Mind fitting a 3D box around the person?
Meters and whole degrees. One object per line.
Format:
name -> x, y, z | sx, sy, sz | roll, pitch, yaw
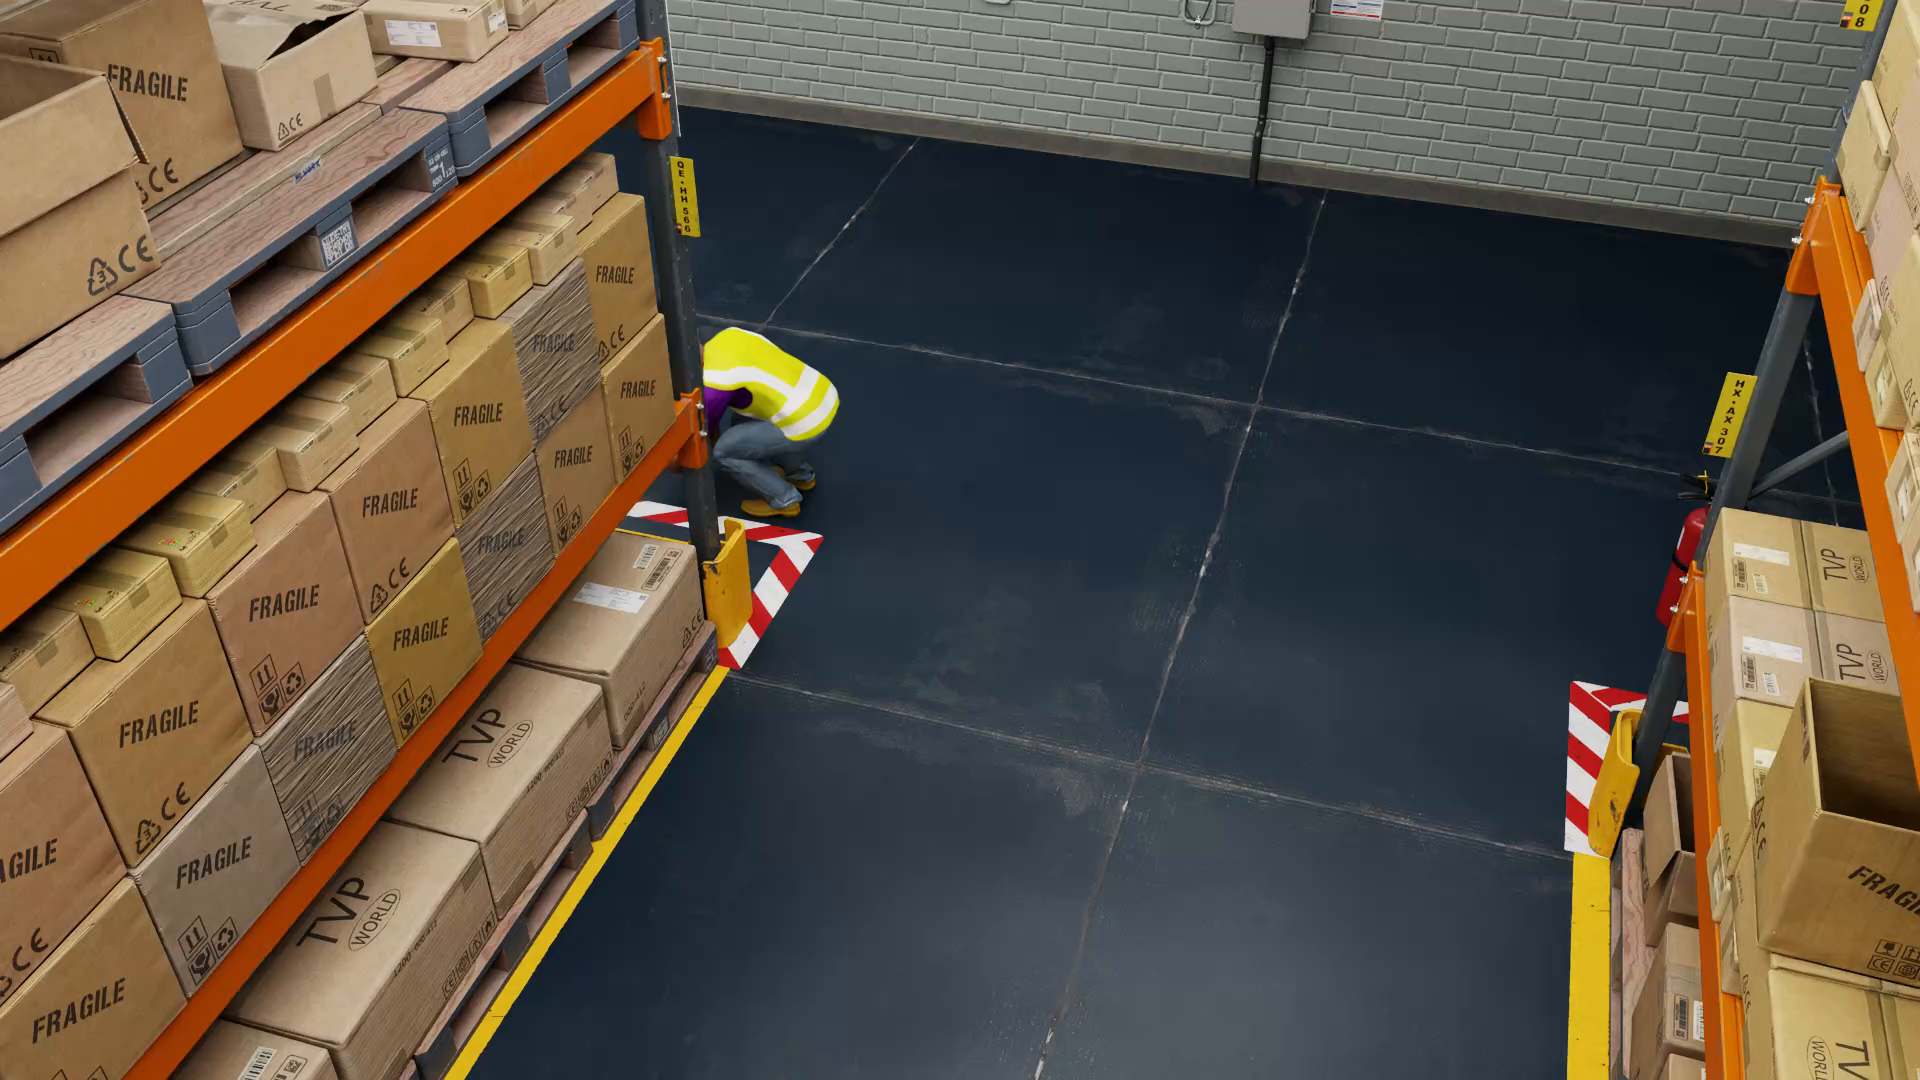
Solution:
person -> -1.080, -0.627, 8.347 | 0.922, 1.010, 0.537 | 7, 37, 9
